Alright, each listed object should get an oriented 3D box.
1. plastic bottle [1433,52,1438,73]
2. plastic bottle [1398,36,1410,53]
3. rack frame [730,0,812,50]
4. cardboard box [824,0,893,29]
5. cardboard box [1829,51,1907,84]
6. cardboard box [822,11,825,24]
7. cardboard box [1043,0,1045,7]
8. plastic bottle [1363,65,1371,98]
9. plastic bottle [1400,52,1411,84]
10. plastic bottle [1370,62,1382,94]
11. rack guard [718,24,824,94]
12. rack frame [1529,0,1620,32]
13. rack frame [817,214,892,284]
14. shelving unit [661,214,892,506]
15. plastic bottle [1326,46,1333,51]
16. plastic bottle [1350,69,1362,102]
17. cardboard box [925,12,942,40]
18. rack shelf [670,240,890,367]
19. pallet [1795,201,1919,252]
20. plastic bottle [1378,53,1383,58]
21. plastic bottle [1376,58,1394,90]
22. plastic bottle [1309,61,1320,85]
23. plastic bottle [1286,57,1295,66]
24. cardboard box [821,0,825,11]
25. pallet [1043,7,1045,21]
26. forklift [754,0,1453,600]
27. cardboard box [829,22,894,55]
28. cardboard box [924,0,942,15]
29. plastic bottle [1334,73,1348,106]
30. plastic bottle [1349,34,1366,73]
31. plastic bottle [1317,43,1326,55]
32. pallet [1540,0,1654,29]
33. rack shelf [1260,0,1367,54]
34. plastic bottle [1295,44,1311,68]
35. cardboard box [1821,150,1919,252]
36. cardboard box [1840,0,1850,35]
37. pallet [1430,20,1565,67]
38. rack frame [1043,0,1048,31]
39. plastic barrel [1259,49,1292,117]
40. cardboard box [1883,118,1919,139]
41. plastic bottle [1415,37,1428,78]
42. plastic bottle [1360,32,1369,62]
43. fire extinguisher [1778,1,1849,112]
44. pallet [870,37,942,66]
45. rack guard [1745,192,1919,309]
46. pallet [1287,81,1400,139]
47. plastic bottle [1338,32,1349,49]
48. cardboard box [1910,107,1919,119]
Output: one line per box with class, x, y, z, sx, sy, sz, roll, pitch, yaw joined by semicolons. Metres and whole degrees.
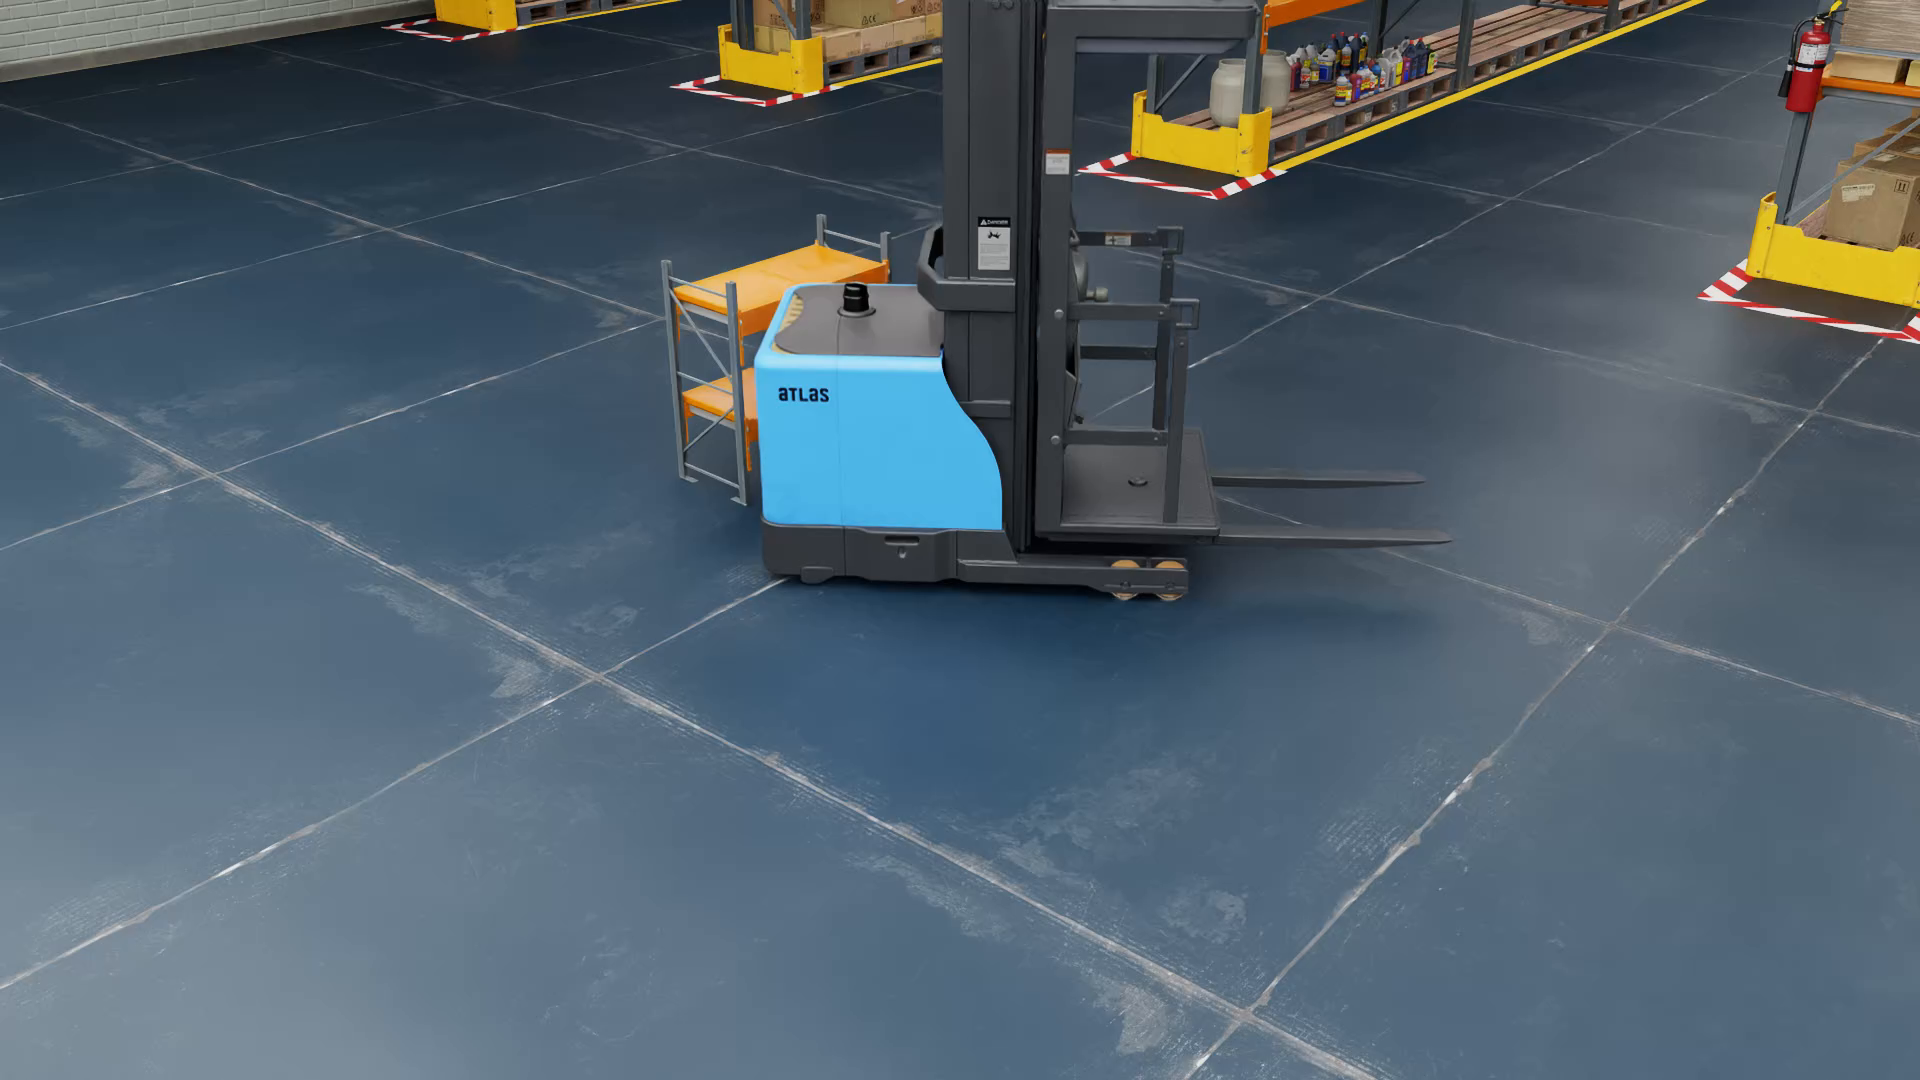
plastic bottle;4.518;-4.585;15.914;0.097;0.201;0.097;0;27;0
plastic bottle;4.210;-4.600;15.782;0.144;0.351;0.185;21;34;34
rack frame;-1.856;-5.883;15.857;1.000;3.000;0.127;21;34;34
cardboard box;-1.026;-5.484;16.805;0.500;0.500;0.500;21;34;34
cardboard box;5.808;-3.036;10.627;0.380;0.149;0.250;21;34;34
cardboard box;-1.434;-5.305;17.276;0.500;0.250;0.500;21;34;34
cardboard box;1.136;-6.337;19.270;0.500;0.250;0.500;20;33;33
plastic bottle;3.639;-4.126;14.952;0.097;0.271;0.097;0;27;0
plastic bottle;4.128;-4.390;15.449;0.061;0.283;0.133;23;35;38
plastic bottle;3.768;-4.198;15.090;0.097;0.271;0.097;0;27;0
rack guard;-1.871;-4.764;16.415;1.175;0.500;0.348;21;34;34
rack frame;7.053;-7.270;18.539;1.000;3.000;0.127;21;34;34
rack frame;-0.539;-1.094;8.641;0.500;1.125;0.032;22;35;36
shelving unit;-0.877;-0.919;8.303;0.538;1.125;1.048;22;35;36
plastic bottle;3.490;-4.540;15.753;0.097;0.271;0.097;0;27;0
plastic bottle;3.516;-4.049;14.790;0.061;0.283;0.133;21;34;35
cardboard box;-0.388;-5.504;17.661;0.500;0.250;0.500;21;34;34
rack shelf;-0.877;-1.179;8.169;0.538;0.278;1.000;22;35;36
pallet;6.378;-2.052;11.487;1.003;0.211;1.213;21;34;34
plastic bottle;3.898;-4.366;15.403;0.061;0.283;0.133;21;34;34
plastic bottle;3.887;-4.286;15.256;0.152;0.276;0.135;21;34;35
plastic bottle;3.287;-4.336;15.434;0.097;0.201;0.097;0;27;0
plastic bottle;2.975;-4.280;15.244;0.152;0.276;0.135;21;34;35
cardboard box;-1.119;-5.817;17.449;0.500;0.500;0.500;21;34;34
pallet;1.127;-6.335;19.766;1.003;0.211;1.213;21;34;34
forklift;0.660;-1.292;7.058;3.031;2.935;1.130;1;27;3
cardboard box;-1.028;-5.151;16.979;0.500;0.250;0.500;21;34;34
cardboard box;-0.387;-5.837;17.488;0.500;0.500;0.500;21;34;34
plastic bottle;3.358;-3.969;14.648;0.097;0.271;0.097;0;27;0
plastic bottle;3.786;-4.664;15.905;0.144;0.351;0.185;21;34;34
plastic bottle;3.418;-4.563;15.782;0.061;0.283;0.133;23;35;37
pallet;7.522;-6.323;19.743;1.003;0.211;1.213;21;34;34
rack shelf;3.236;-4.823;14.592;1.077;0.370;4.000;21;34;34
plastic bottle;3.166;-4.422;15.438;0.144;0.351;0.185;22;35;36
cardboard box;6.196;-2.279;11.154;0.500;0.500;0.500;-21;34;-35
cardboard box;6.382;-3.562;10.938;0.875;0.500;0.500;21;34;34
pallet;5.754;-5.338;17.838;1.003;0.211;1.213;21;34;34
rack frame;0.689;-7.301;18.598;1.000;3.000;0.127;21;34;34
plastic barrel;2.643;-3.949;14.369;0.421;0.512;0.421;0;27;0
cardboard box;6.963;-2.717;12.001;0.500;0.500;0.500;25;36;39
plastic bottle;4.321;-4.558;15.701;0.144;0.351;0.185;20;33;33
plastic bottle;3.967;-4.851;16.352;0.097;0.271;0.097;0;27;0
fire extinguisher;5.358;-3.046;10.457;0.296;0.674;0.183;21;34;34
pallet;-0.625;-5.358;17.878;1.003;0.211;1.213;21;34;34
rack guard;5.834;-1.903;10.884;1.175;0.500;0.348;21;34;34
pallet;3.273;-3.953;15.161;1.003;0.211;1.213;21;34;34
plastic bottle;3.675;-4.706;15.986;0.144;0.351;0.185;22;34;36
cardboard box;7.687;-3.145;12.828;0.500;0.500;0.500;-16;31;-28
